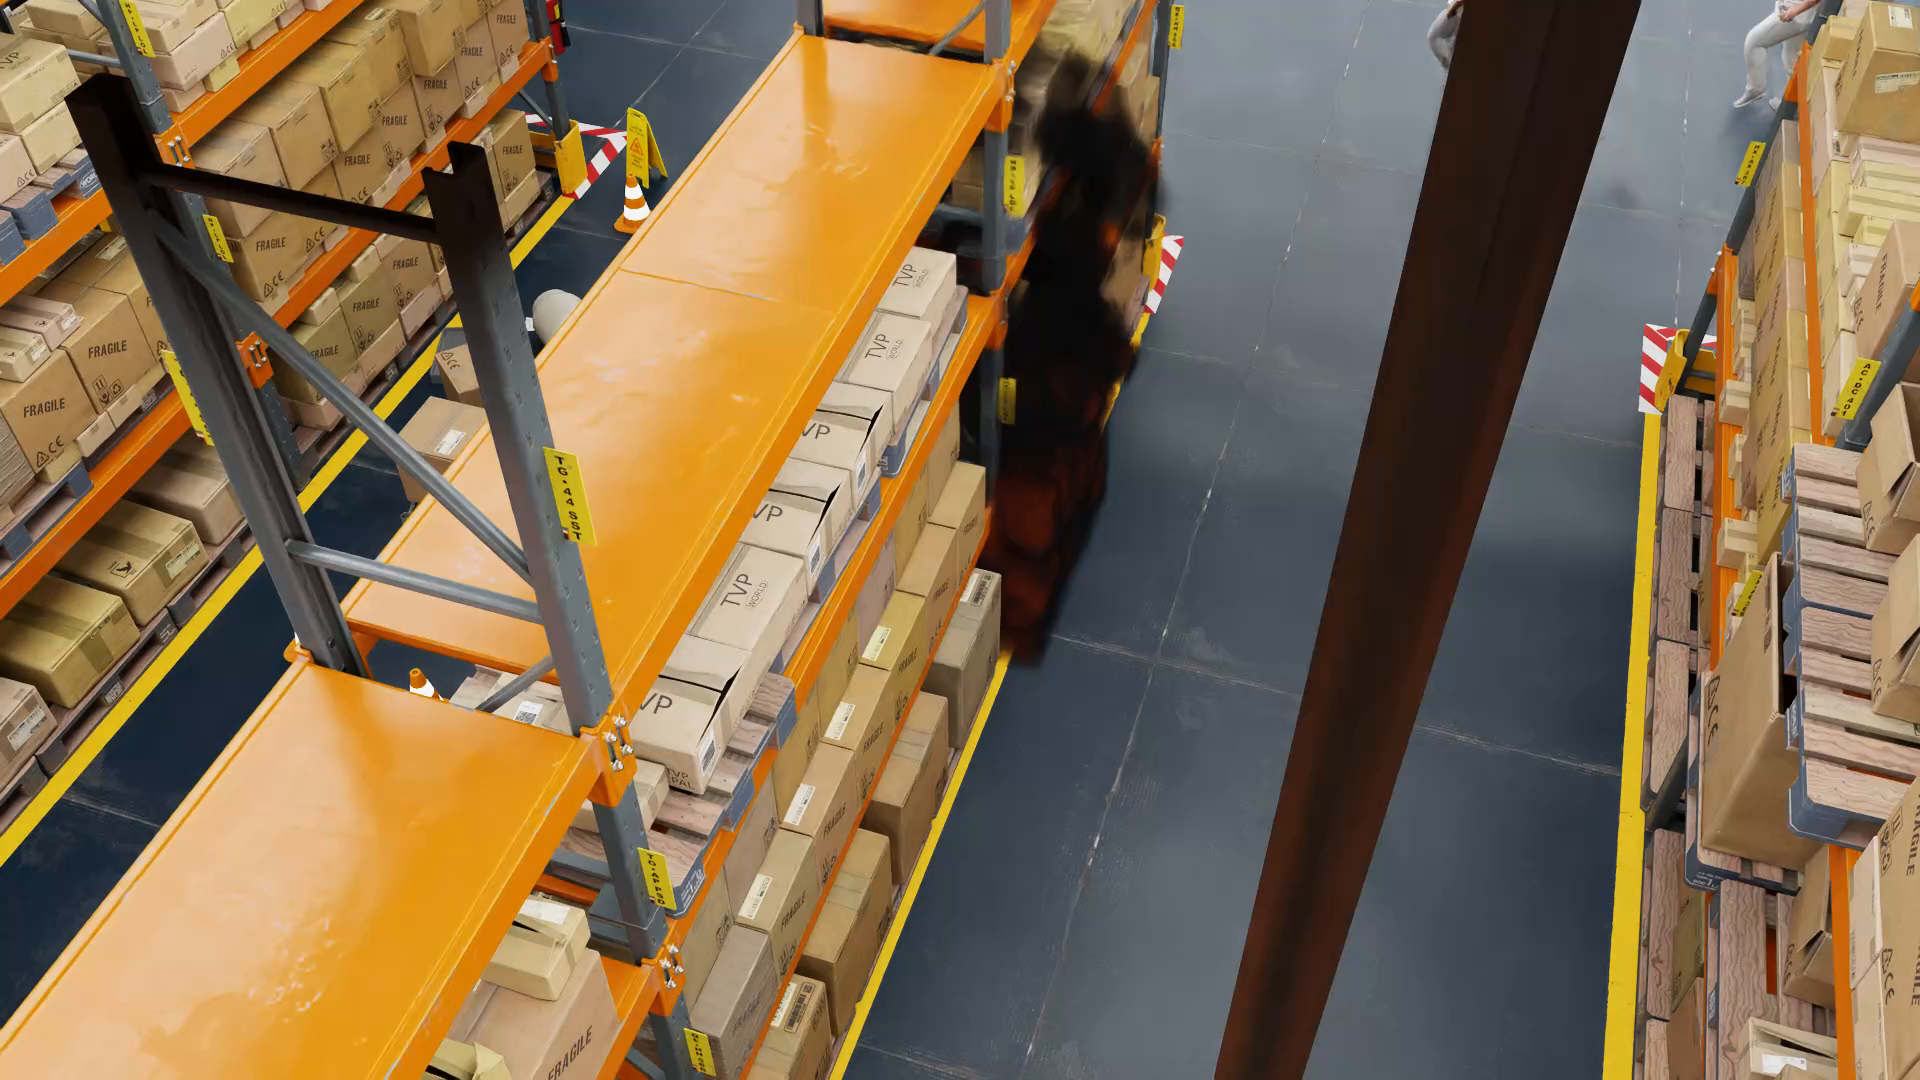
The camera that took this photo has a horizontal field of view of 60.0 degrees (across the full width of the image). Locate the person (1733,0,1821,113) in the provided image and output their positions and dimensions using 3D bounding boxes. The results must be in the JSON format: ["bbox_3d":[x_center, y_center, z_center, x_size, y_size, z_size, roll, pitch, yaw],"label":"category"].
[{"bbox_3d":[7.198,-4.506,14.329,0.638,1.834,0.767,-29,52,-25],"label":"person"}]

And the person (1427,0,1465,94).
[{"bbox_3d":[4.407,-4.632,14.504,0.590,1.657,0.552,-23,50,-21],"label":"person"}]
